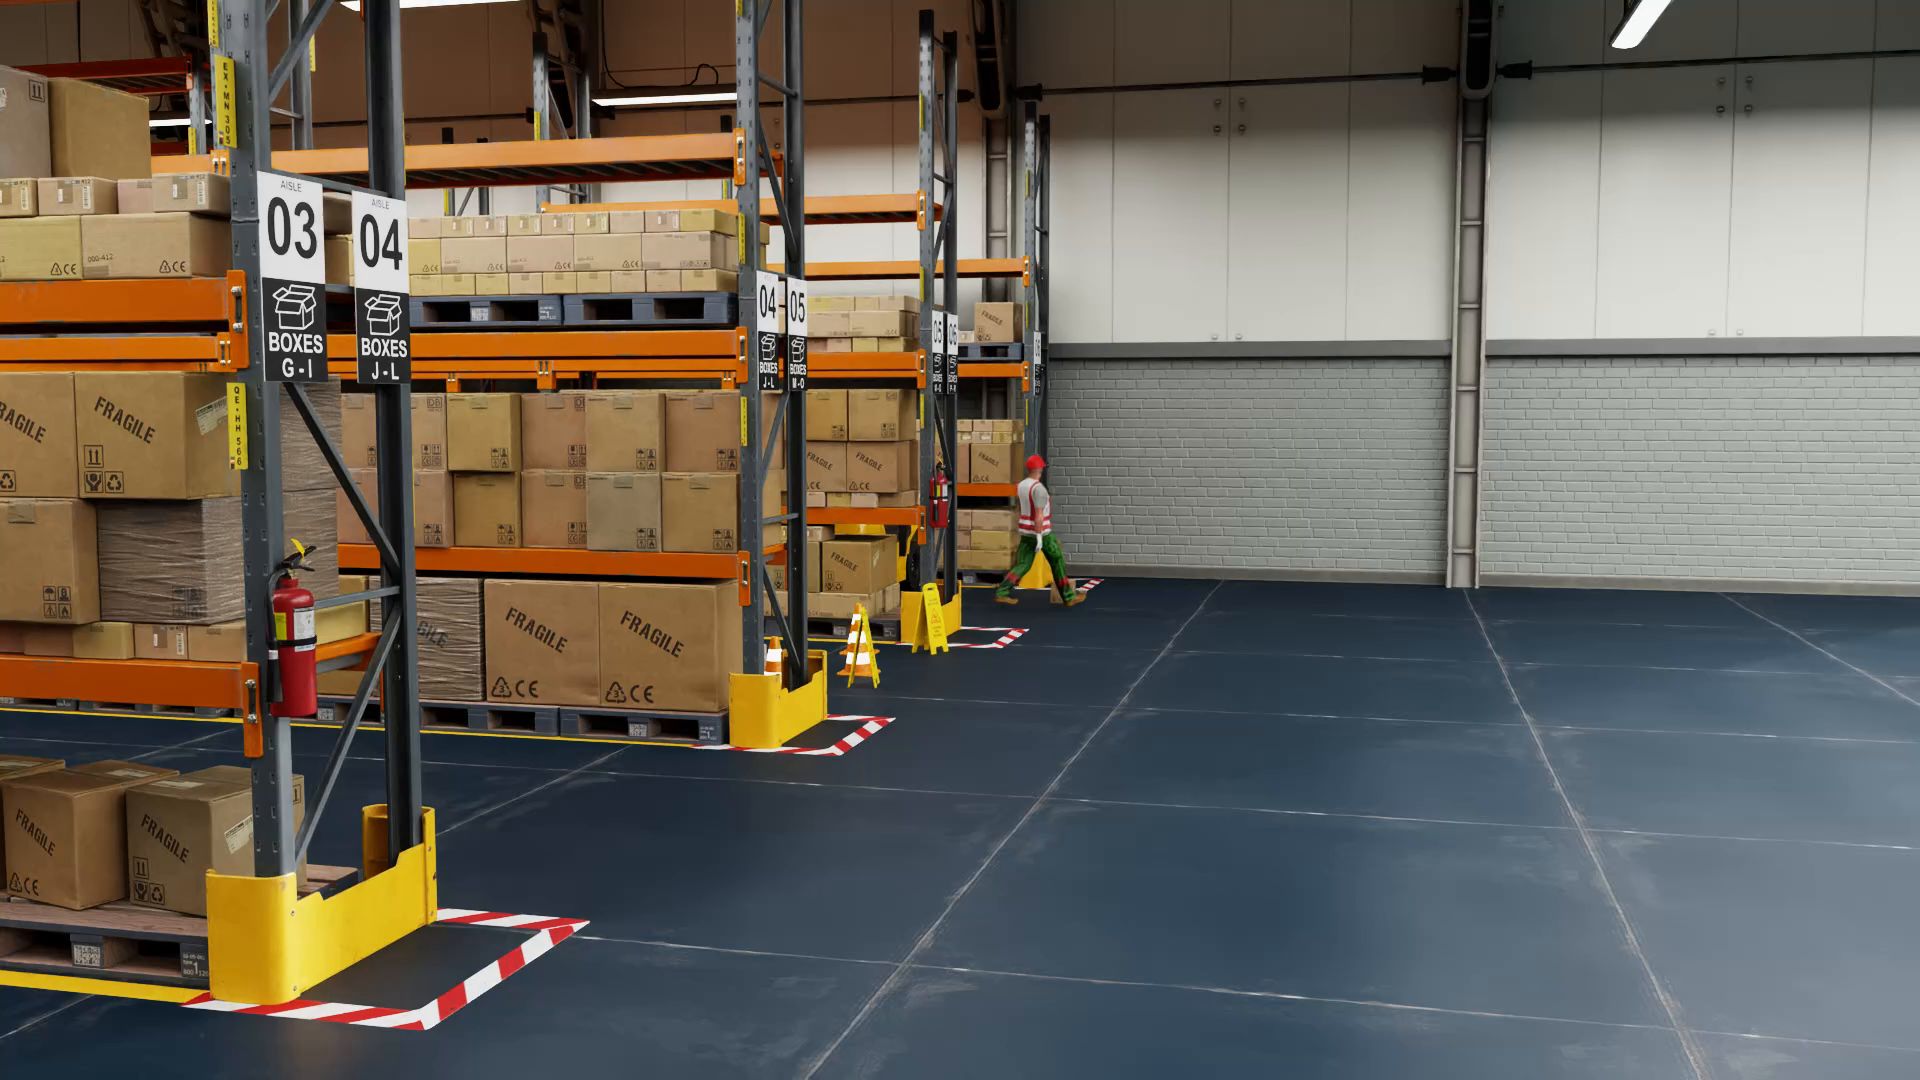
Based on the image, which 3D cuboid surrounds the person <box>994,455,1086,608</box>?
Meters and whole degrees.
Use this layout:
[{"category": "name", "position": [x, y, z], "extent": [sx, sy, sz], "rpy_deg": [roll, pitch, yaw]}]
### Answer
[{"category": "person", "position": [0.911, -0.093, 18.692], "extent": [1.075, 1.728, 0.572], "rpy_deg": [-3, 6, -33]}]
